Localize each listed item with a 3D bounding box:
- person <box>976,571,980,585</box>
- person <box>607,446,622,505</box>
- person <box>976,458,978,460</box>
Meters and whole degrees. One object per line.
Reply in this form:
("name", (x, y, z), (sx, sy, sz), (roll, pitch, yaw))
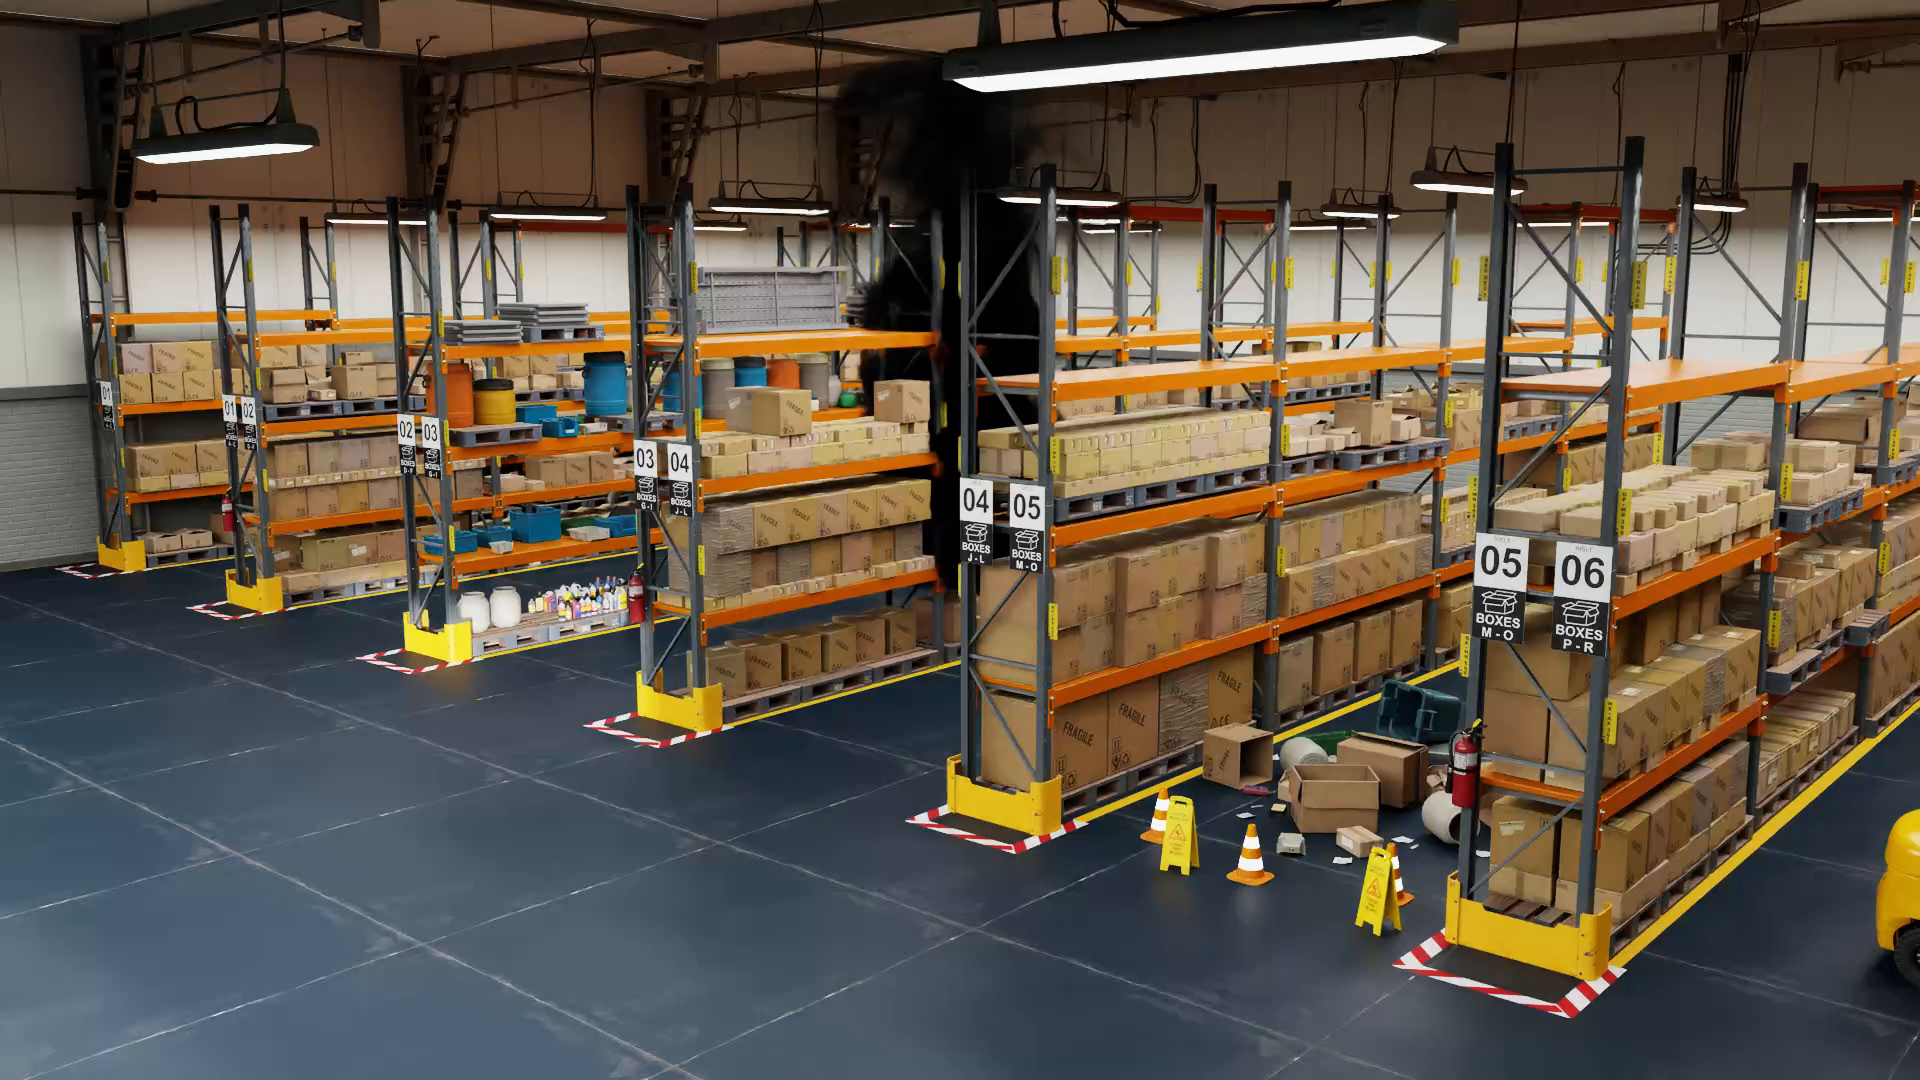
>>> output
("person", (0.125, -0.117, 25.038), (0.733, 1.772, 0.579), (8, 13, 41))
("person", (-6.702, -1.018, 32.451), (0.572, 1.650, 0.822), (6, 11, 34))
("person", (0.523, -1.468, 35.098), (0.599, 1.690, 0.607), (7, 12, 35))
